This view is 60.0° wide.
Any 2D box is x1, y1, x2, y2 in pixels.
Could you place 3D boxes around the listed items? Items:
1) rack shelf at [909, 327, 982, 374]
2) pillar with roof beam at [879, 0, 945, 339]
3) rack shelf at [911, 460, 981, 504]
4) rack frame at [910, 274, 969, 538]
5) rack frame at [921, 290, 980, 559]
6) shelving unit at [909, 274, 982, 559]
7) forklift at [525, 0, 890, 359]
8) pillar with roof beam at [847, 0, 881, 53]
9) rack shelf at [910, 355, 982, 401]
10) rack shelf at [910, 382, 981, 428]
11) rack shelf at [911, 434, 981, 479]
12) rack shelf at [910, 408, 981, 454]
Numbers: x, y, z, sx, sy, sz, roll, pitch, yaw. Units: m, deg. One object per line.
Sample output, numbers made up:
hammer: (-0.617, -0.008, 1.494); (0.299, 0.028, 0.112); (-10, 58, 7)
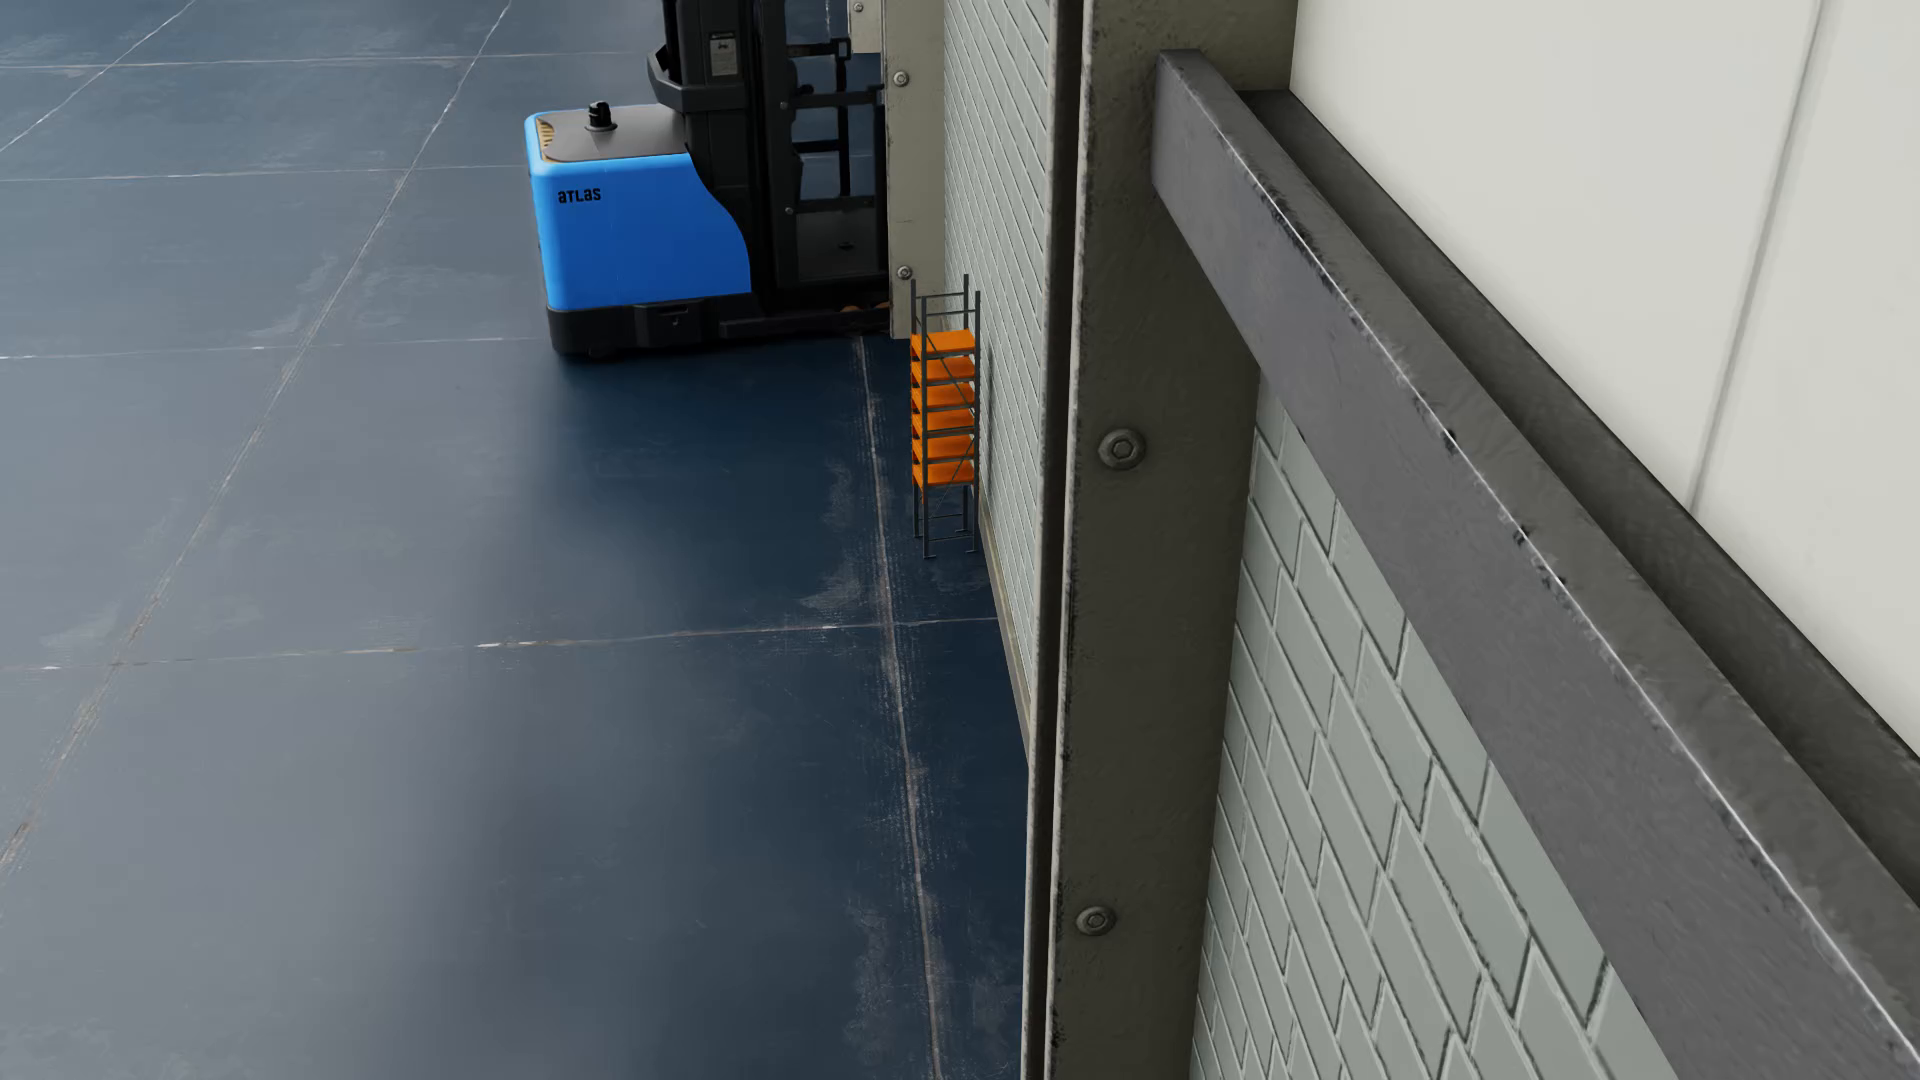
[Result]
rack shelf: (-0.060, -0.769, 6.751); (0.258, 0.103, 0.180); (-7, 32, -12)
pillar with roof beam: (-4.529, -4.866, 6.622); (9.100, 9.000, 0.400); (-3, 31, -5)
rack shelf: (-0.061, -0.253, 7.057); (0.258, 0.103, 0.180); (-7, 32, -12)
rack frame: (-0.083, -0.543, 6.988); (0.240, 1.200, 0.006); (-7, 32, -12)
rack frame: (-0.037, -0.453, 6.836); (0.240, 1.200, 0.006); (-7, 32, -12)
shelving unit: (-0.060, -0.498, 6.912); (0.258, 1.200, 0.189); (-7, 32, -12)
forklift: (-0.802, -2.623, 8.783); (3.031, 2.935, 1.130); (-8, 32, -13)
pillar with roof beam: (-5.089, -7.930, 11.750); (9.100, 9.000, 0.400); (-3, 31, -5)
rack shelf: (-0.060, -0.666, 6.812); (0.258, 0.103, 0.180); (-7, 32, -12)
rack shelf: (-0.060, -0.563, 6.874); (0.258, 0.103, 0.180); (-7, 32, -12)
rack shelf: (-0.061, -0.356, 6.996); (0.258, 0.103, 0.180); (-7, 32, -12)
rack shelf: (-0.060, -0.460, 6.935); (0.258, 0.103, 0.180); (-7, 32, -12)
